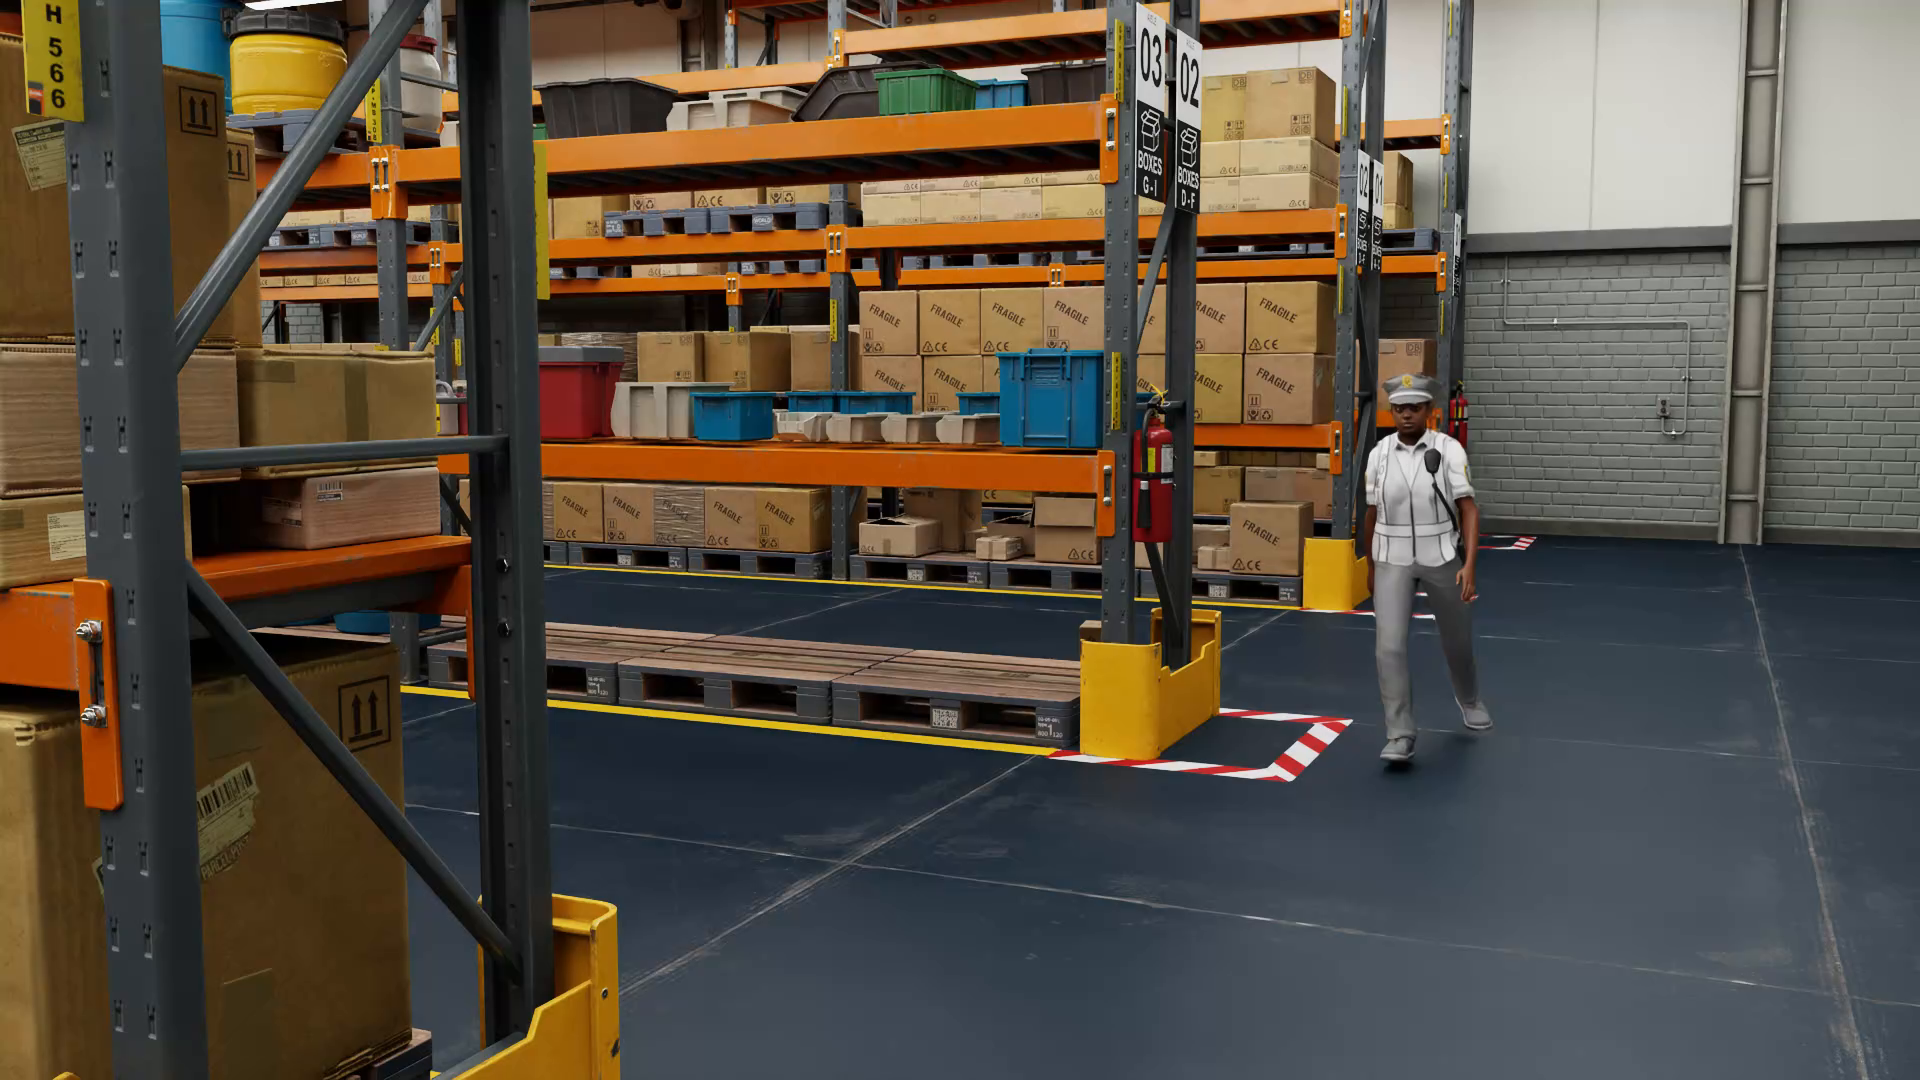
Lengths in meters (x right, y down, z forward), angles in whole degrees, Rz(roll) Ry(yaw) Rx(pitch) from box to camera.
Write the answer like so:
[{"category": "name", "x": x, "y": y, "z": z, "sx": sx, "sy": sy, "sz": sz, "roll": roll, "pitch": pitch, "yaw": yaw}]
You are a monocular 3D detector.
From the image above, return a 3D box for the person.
[{"category": "person", "x": 2.028, "y": 0.099, "z": 7.230, "sx": 0.537, "sy": 1.641, "sz": 0.936, "roll": 2, "pitch": 6, "yaw": 23}]
